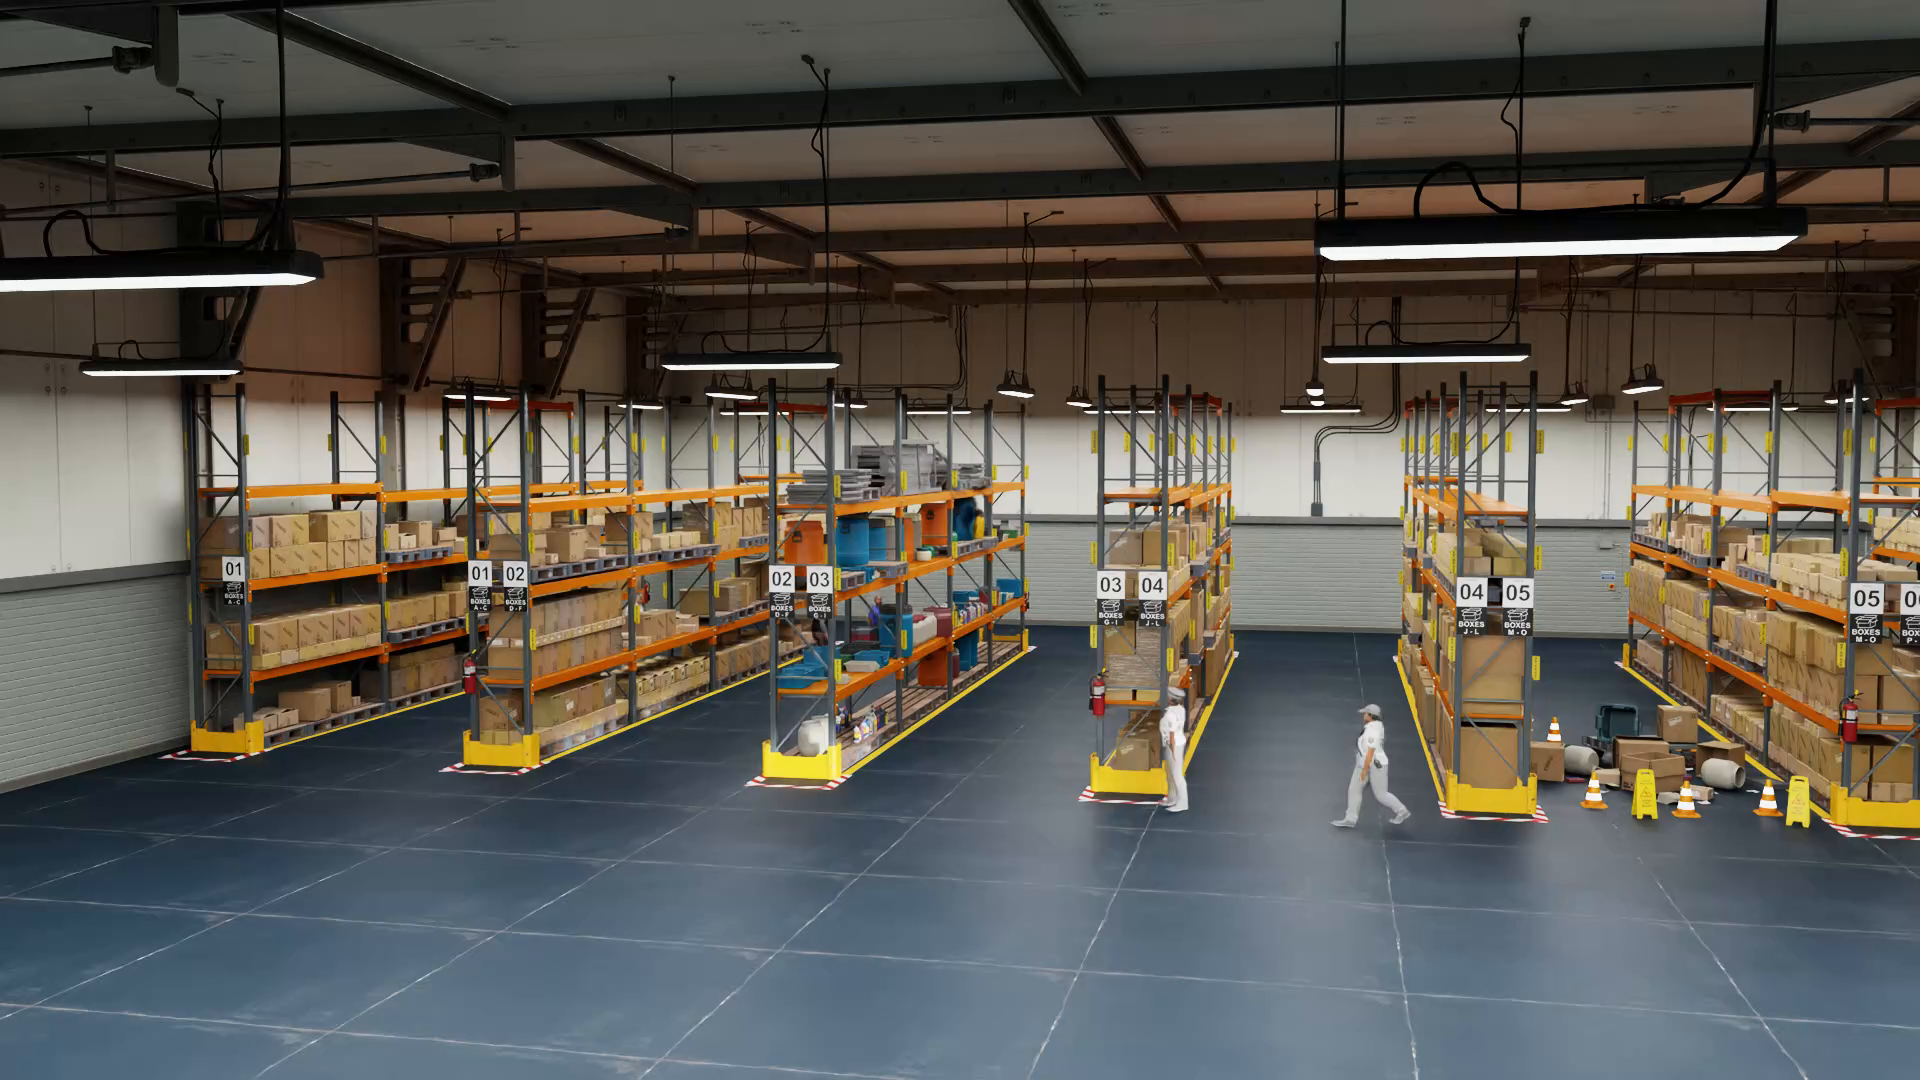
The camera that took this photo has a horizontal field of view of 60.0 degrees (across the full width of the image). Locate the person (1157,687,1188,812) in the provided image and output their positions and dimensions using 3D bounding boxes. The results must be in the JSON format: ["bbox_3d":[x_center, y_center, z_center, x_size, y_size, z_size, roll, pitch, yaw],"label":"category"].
[{"bbox_3d":[2.930,2.850,22.836,0.426,1.702,0.665,1,3,9],"label":"person"}]

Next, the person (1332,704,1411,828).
[{"bbox_3d":[5.381,2.943,21.657,0.956,1.628,0.467,-1,3,-16],"label":"person"}]

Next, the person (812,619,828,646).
[{"bbox_3d":[-3.031,2.046,36.217,0.460,1.717,0.556,-2,4,-32],"label":"person"}]

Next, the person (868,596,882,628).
[{"bbox_3d":[-1.827,2.050,37.382,0.439,1.594,0.928,1,3,17],"label":"person"}]

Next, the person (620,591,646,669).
[{"bbox_3d":[-7.160,2.030,36.645,0.704,1.778,0.489,-3,4,-43],"label":"person"}]
